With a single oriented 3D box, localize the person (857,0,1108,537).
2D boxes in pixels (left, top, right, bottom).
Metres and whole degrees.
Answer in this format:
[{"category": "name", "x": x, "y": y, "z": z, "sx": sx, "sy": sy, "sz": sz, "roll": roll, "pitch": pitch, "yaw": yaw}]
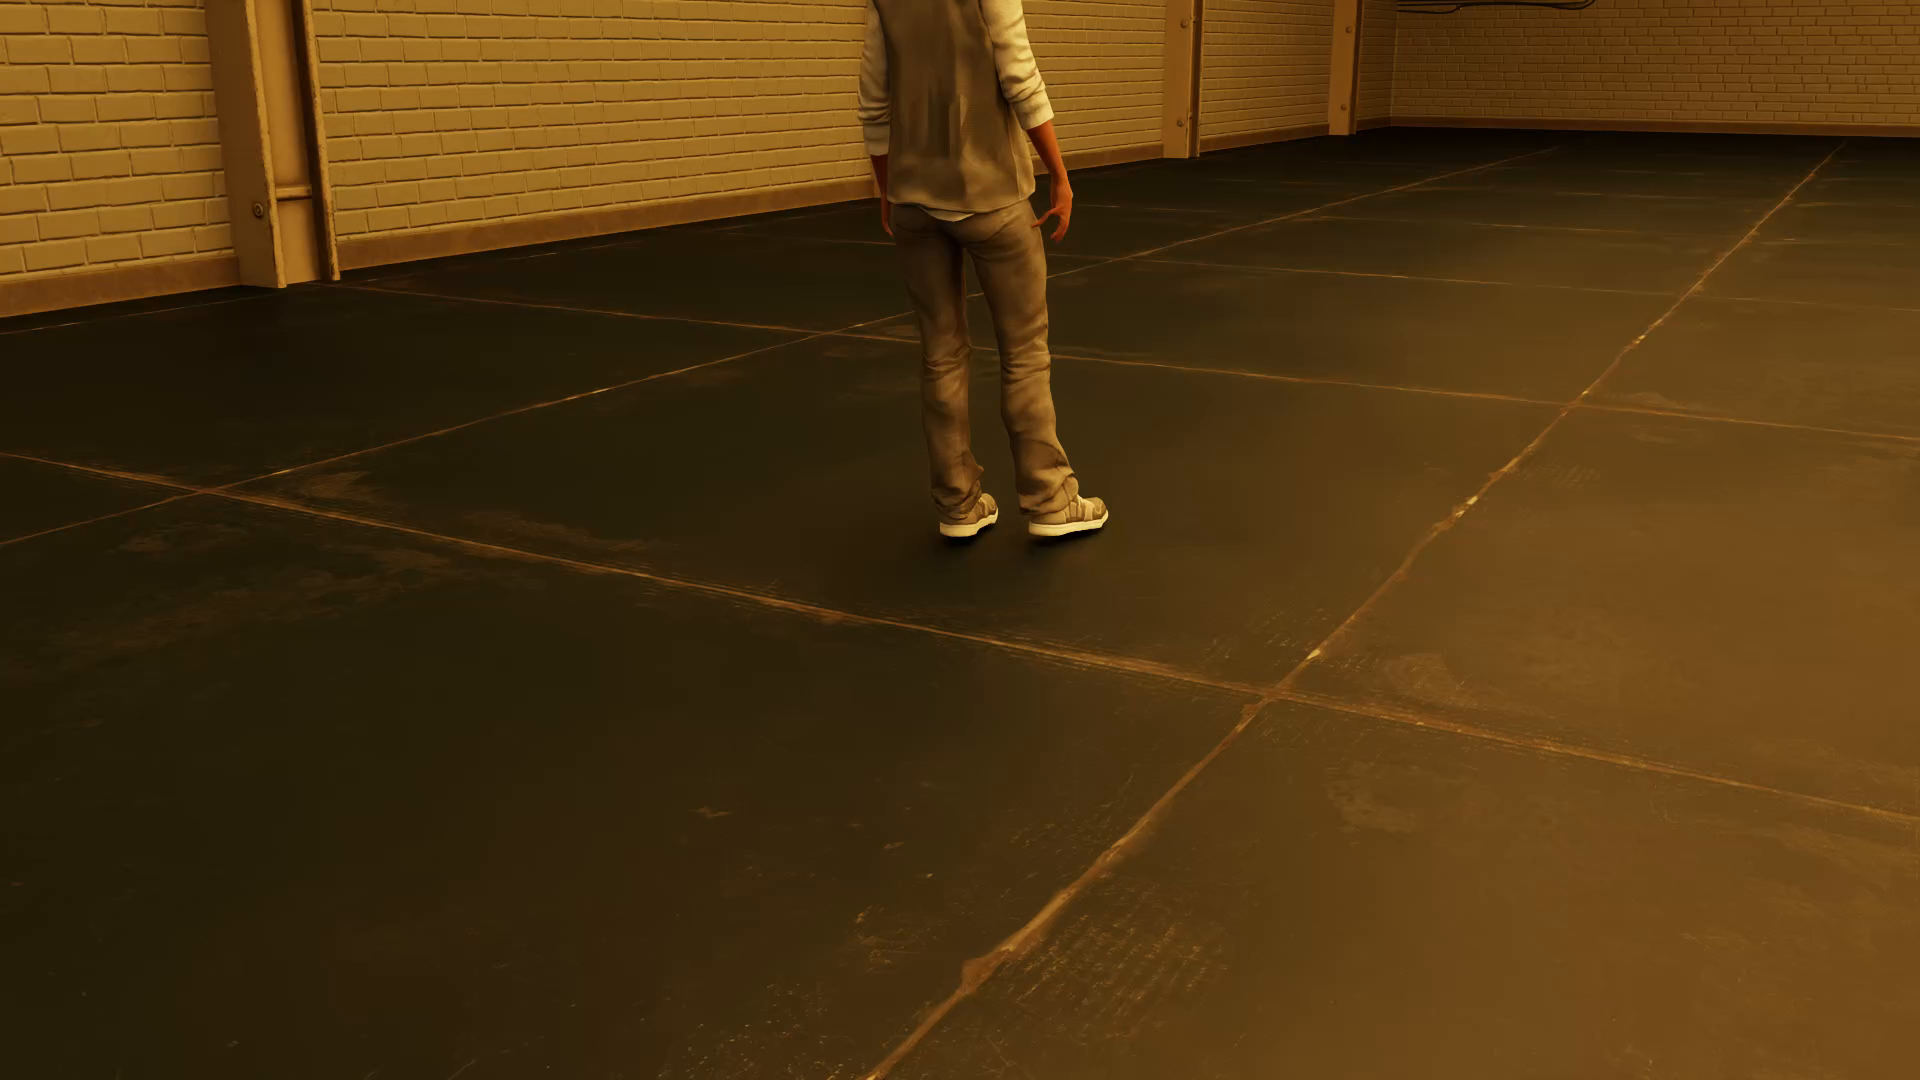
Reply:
[{"category": "person", "x": 0.049, "y": -0.789, "z": 3.868, "sx": 0.520, "sy": 1.597, "sz": 0.475, "roll": 9, "pitch": 19, "yaw": 28}]
